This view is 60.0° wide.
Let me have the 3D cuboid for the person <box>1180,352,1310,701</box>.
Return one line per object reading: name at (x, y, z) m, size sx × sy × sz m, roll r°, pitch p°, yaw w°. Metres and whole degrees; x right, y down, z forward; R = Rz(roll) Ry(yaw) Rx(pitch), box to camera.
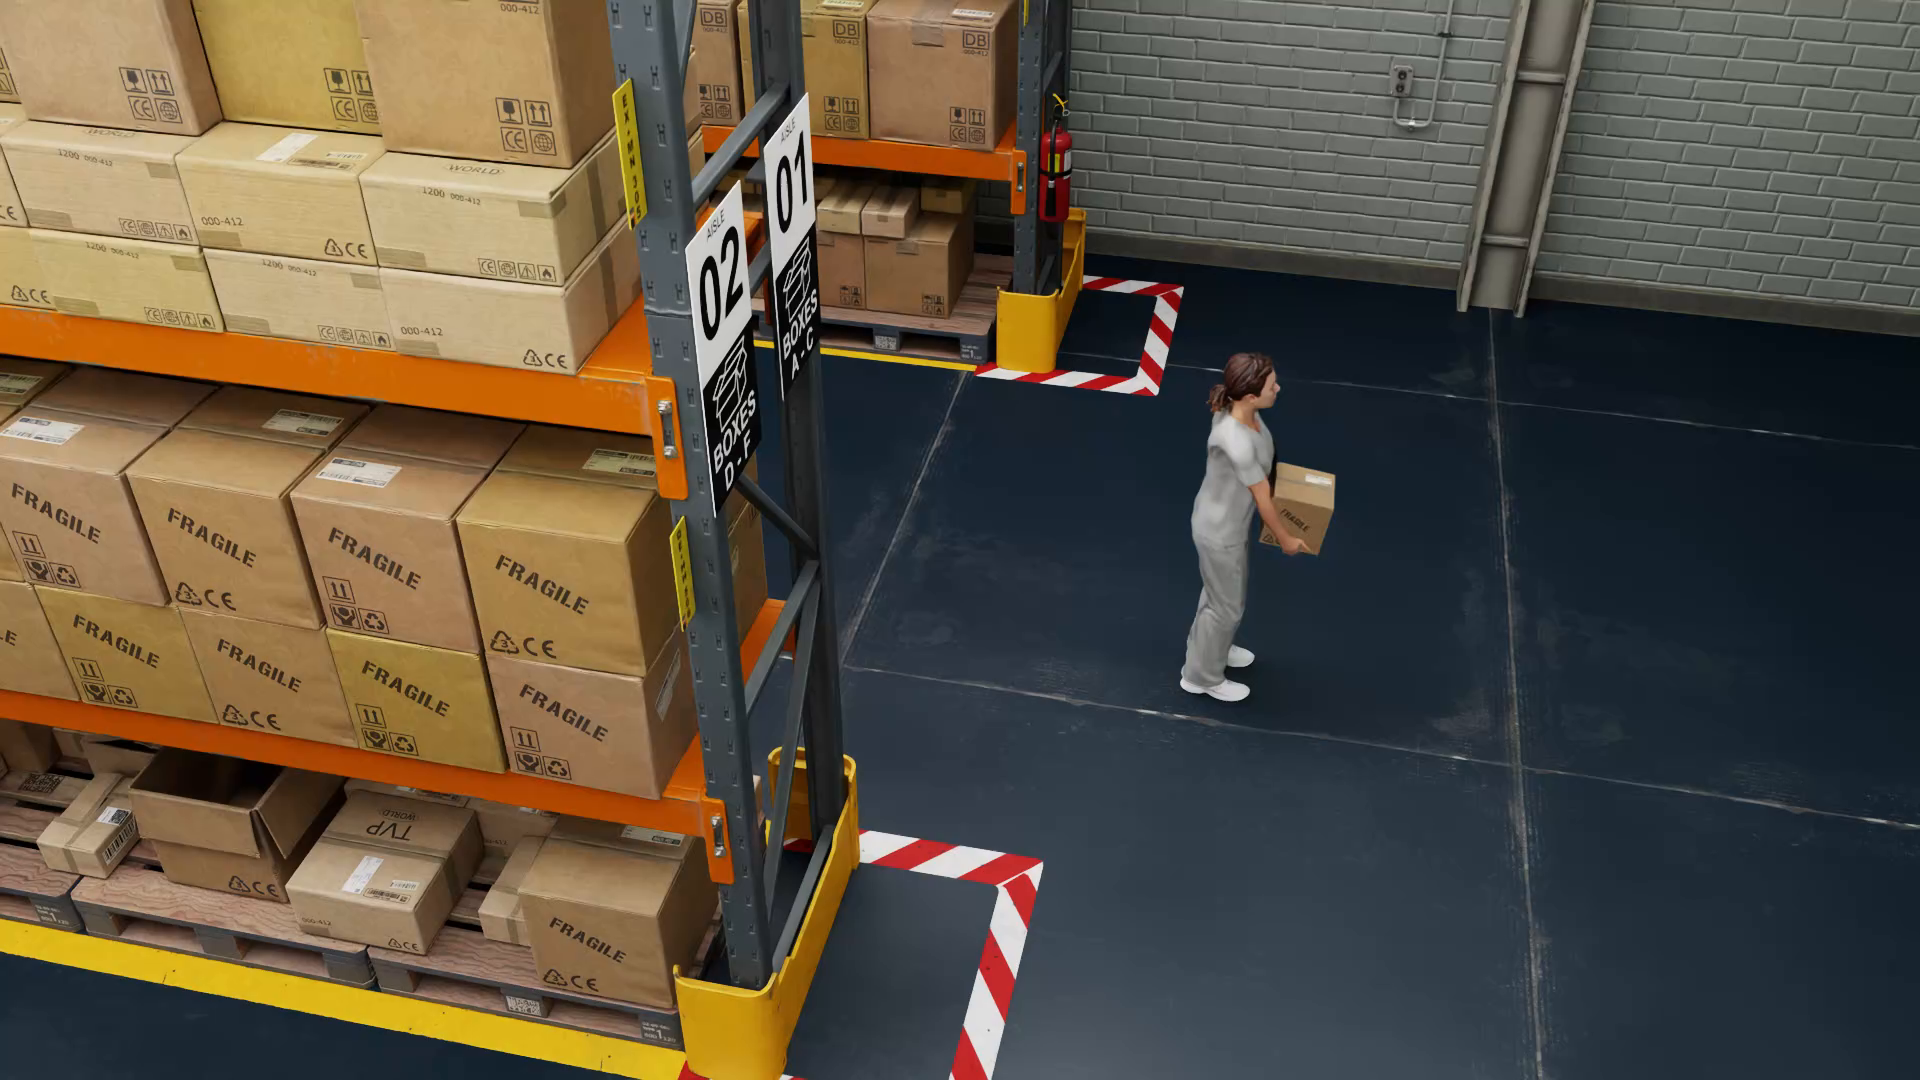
person at (1.230, -0.051, 7.044) m, size 0.500 × 1.668 × 0.411 m, roll 7°, pitch 37°, yaw 9°
